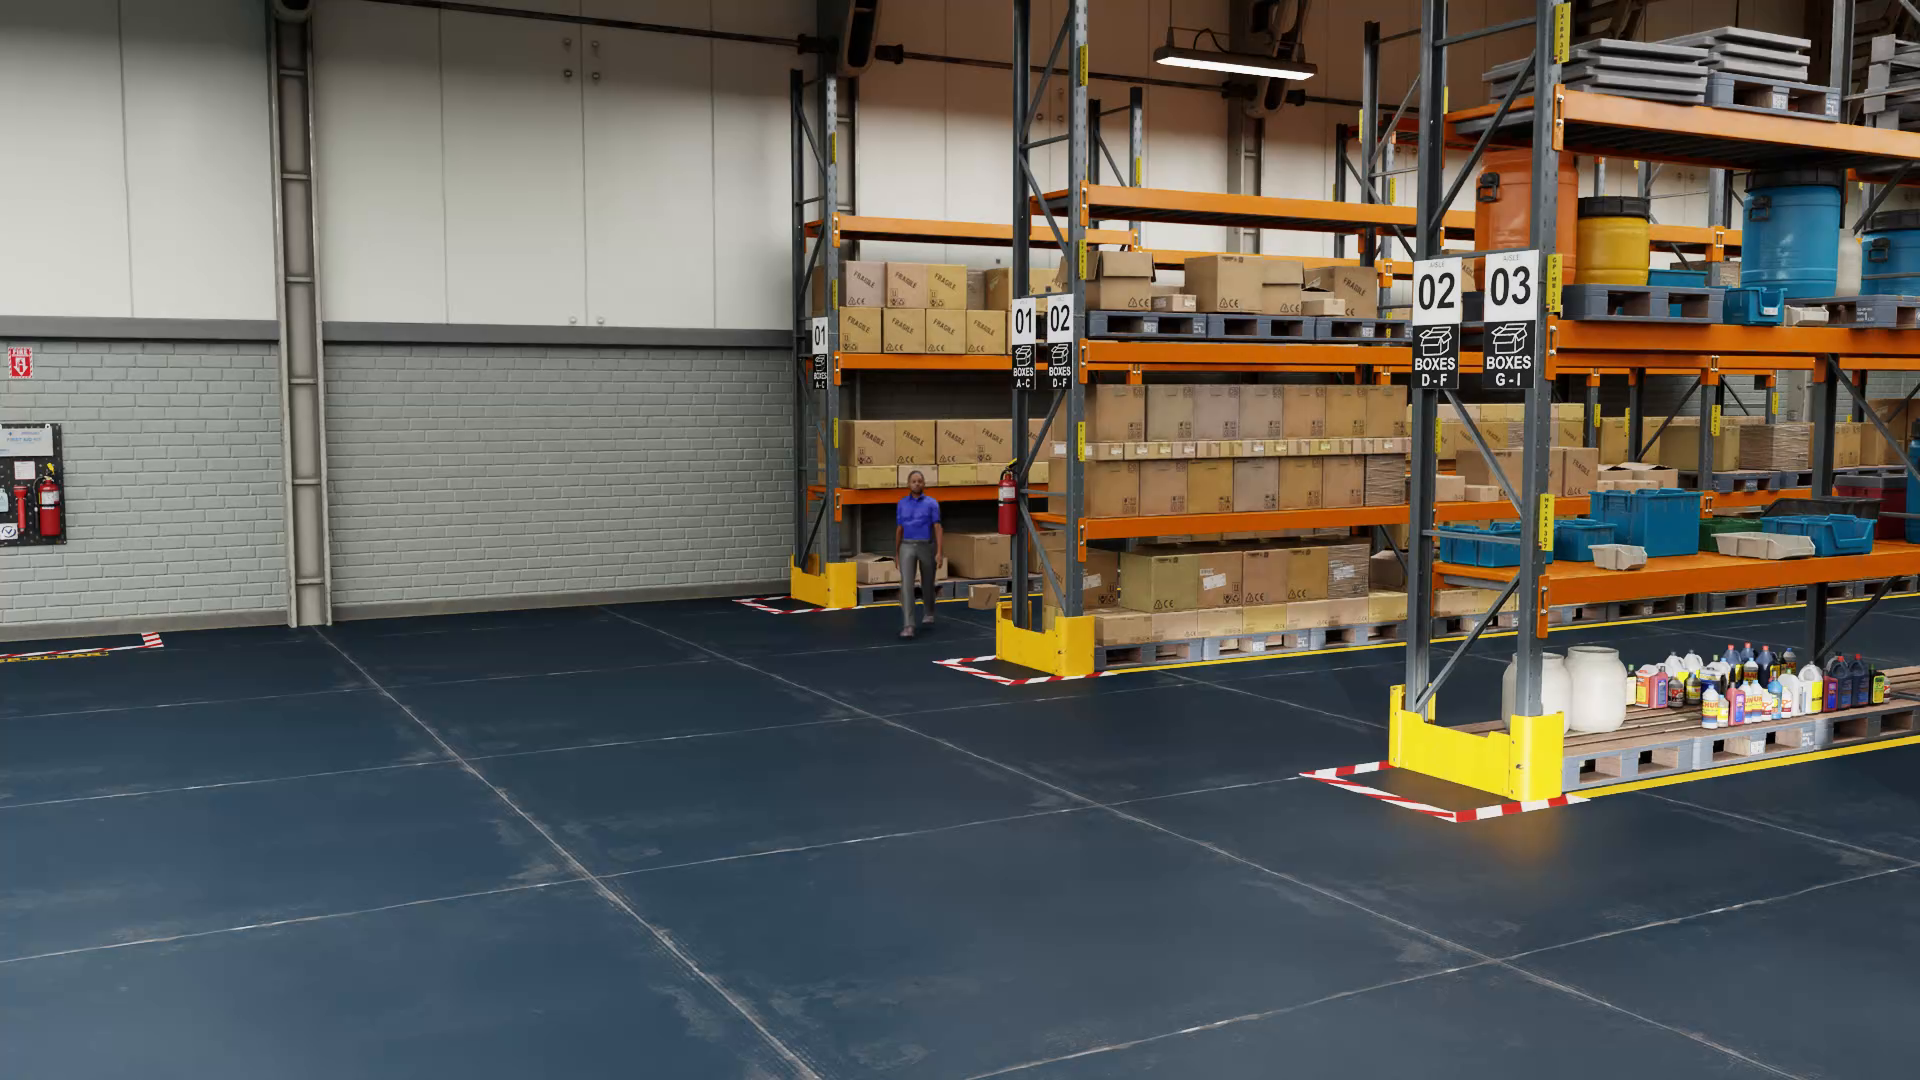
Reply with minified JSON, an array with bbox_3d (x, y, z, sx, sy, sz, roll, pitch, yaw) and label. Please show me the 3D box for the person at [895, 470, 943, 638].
[{"bbox_3d":[-0.403,0.128,16.232,0.473,1.580,1.017,0,5,-1],"label":"person"}]
